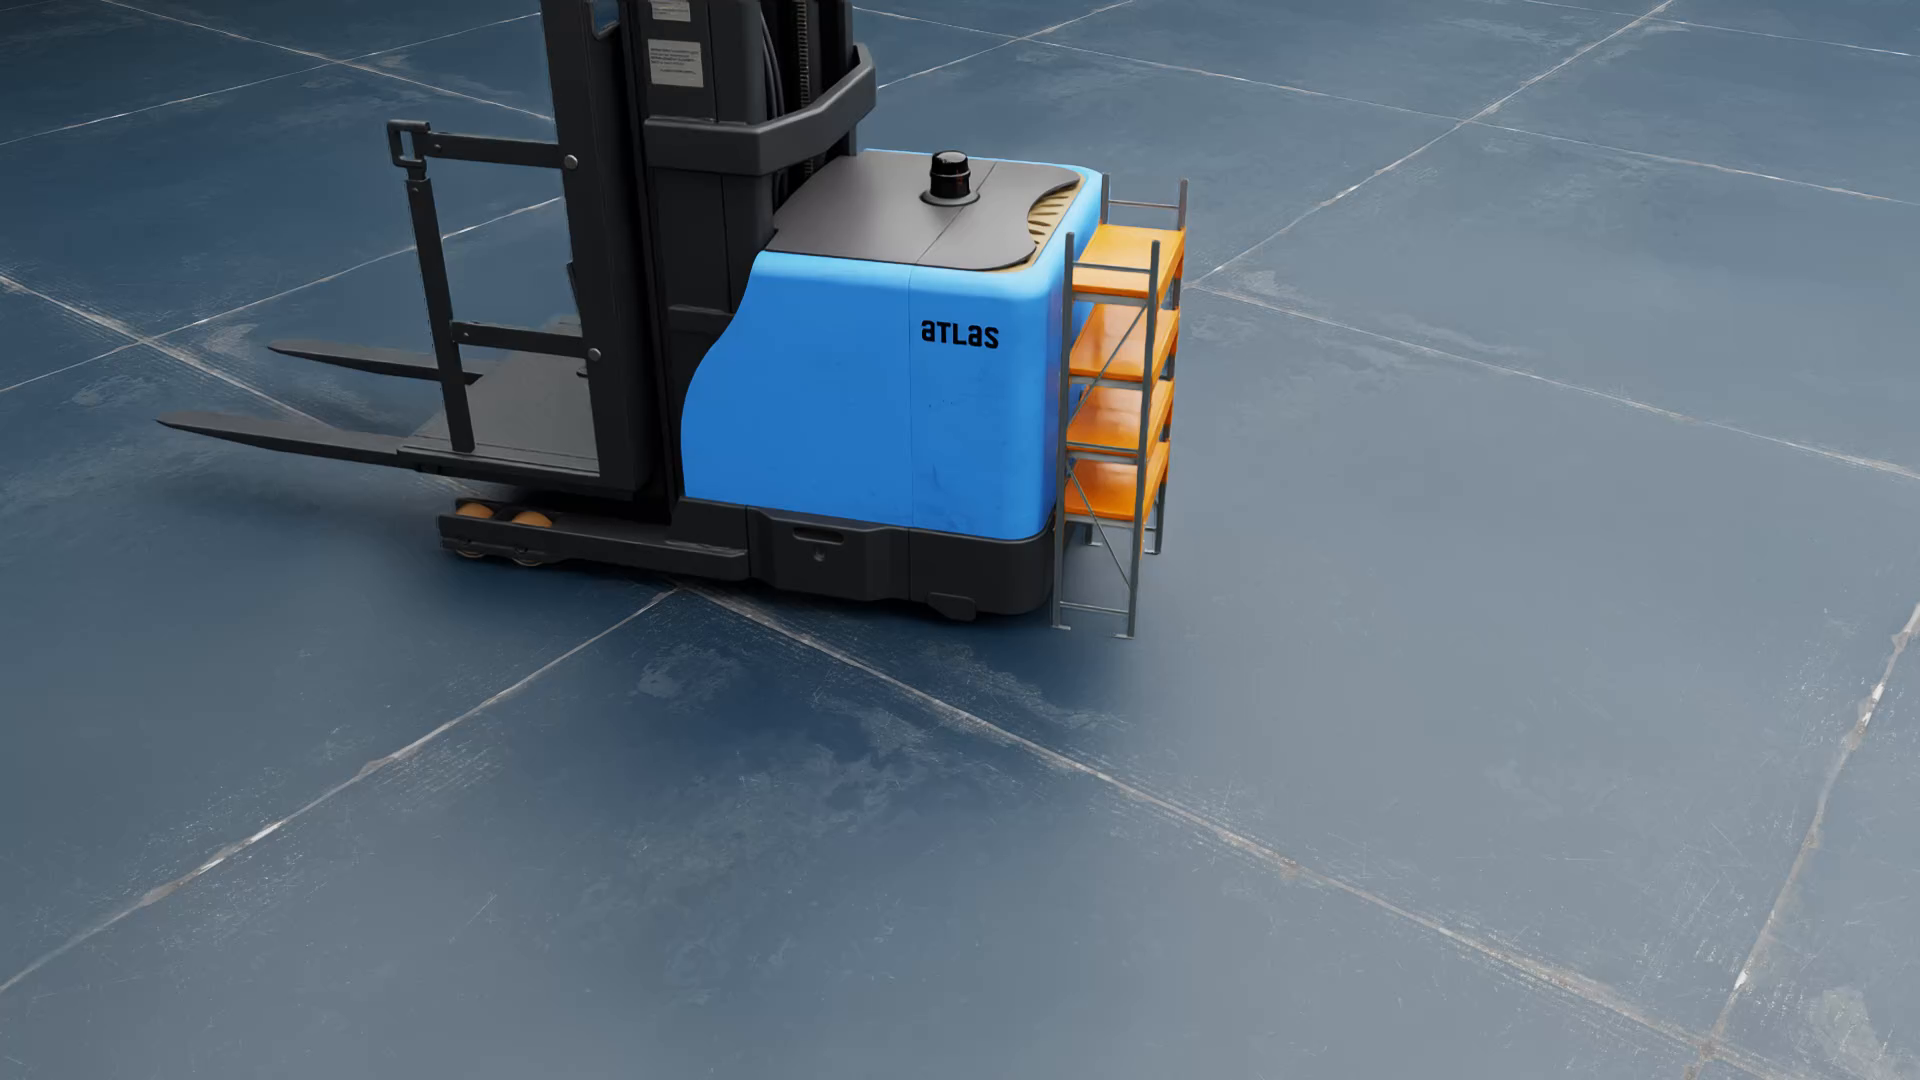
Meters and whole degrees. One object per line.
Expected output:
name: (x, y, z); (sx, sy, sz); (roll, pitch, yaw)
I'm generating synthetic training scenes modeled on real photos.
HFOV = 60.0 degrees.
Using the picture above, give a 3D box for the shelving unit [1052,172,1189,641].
shelving unit: (0.447, -0.367, 4.692); (0.258, 1.200, 0.503); (8, 32, 13)

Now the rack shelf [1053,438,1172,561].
rack shelf: (0.447, -0.139, 4.828); (0.258, 0.148, 0.480); (8, 32, 13)

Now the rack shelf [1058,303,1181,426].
rack shelf: (0.447, -0.502, 4.613); (0.258, 0.148, 0.480); (8, 32, 13)

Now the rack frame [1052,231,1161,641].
rack frame: (0.384, -0.247, 4.490); (0.240, 1.200, 0.015); (8, 32, 13)

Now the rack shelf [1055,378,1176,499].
rack shelf: (0.447, -0.309, 4.727); (0.258, 0.148, 0.480); (8, 32, 13)

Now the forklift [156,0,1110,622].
forklift: (-1.107, -1.430, 4.789); (3.031, 2.935, 1.130); (8, 32, 13)

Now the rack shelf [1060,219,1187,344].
rack shelf: (0.448, -0.705, 4.492); (0.258, 0.148, 0.480); (8, 32, 13)

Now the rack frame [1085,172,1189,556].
rack frame: (0.510, -0.487, 4.895); (0.240, 1.200, 0.015); (8, 32, 13)
